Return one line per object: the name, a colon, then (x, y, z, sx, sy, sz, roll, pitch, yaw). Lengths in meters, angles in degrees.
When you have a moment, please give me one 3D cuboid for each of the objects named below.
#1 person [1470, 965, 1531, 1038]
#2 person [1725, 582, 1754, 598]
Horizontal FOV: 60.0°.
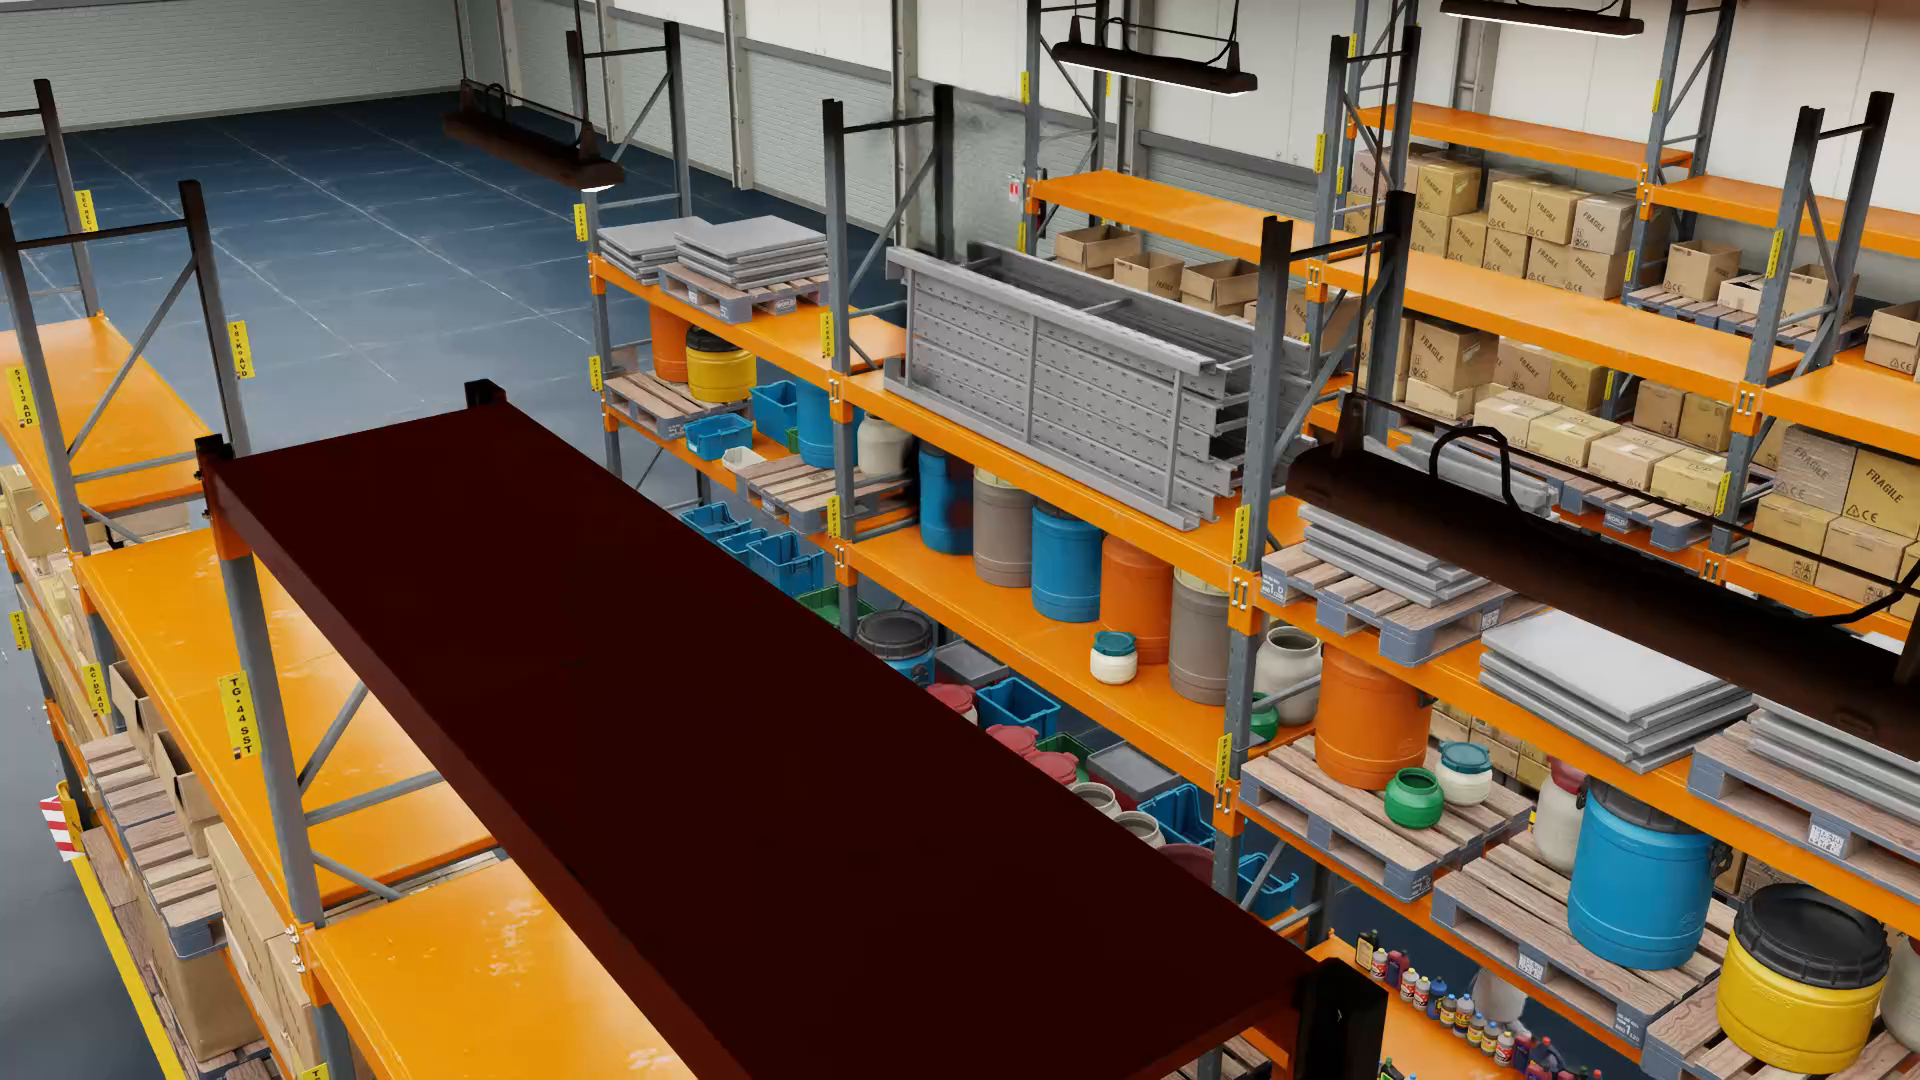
person: (3.535, 2.801, 10.830, 0.704, 1.734, 0.653, -19, 31, -35)
person: (6.579, 1.110, 14.491, 0.638, 1.815, 0.706, -18, 31, -34)
